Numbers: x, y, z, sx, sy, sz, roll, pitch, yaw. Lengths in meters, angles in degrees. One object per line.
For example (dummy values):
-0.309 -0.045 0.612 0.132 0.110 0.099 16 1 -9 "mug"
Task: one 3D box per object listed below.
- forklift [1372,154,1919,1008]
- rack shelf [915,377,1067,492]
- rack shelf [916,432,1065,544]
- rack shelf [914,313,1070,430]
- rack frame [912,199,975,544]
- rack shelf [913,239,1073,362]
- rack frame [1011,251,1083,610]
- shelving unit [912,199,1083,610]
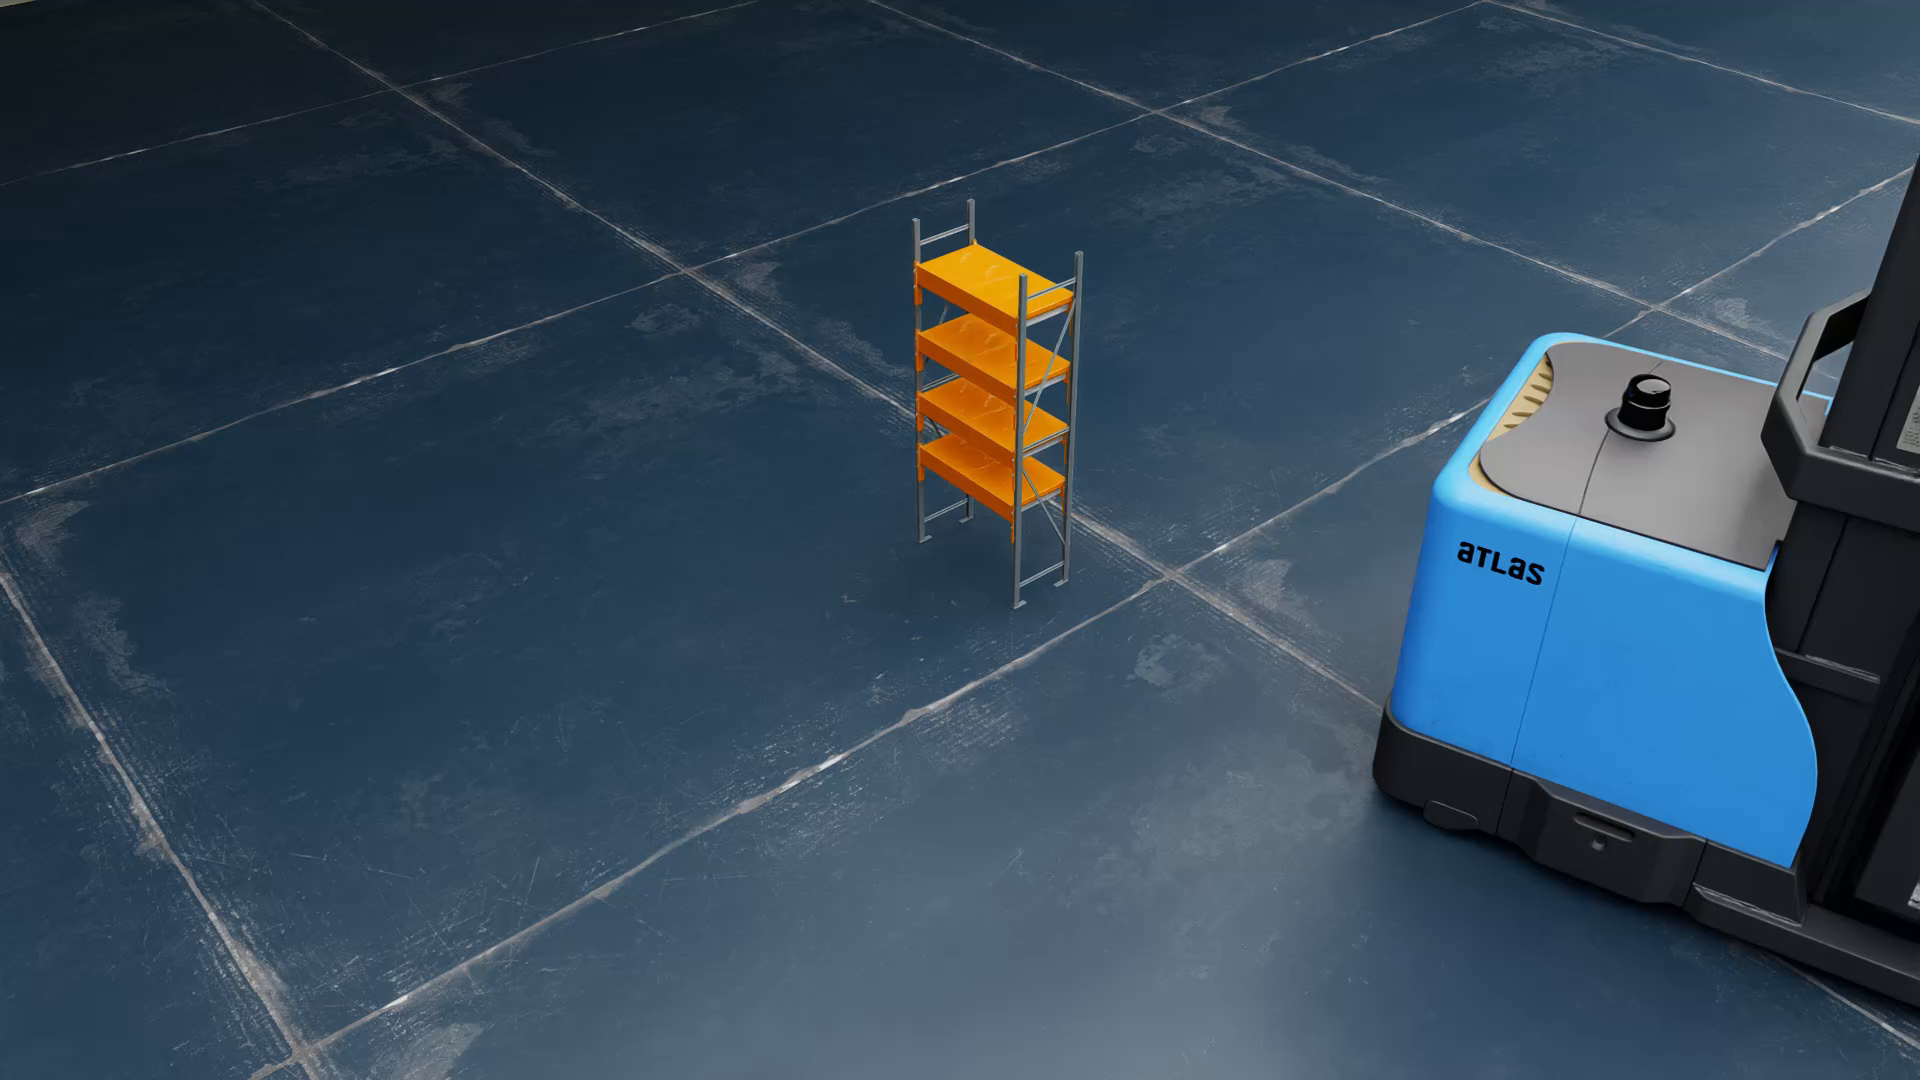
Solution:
2.687 -0.250 3.566 3.031 2.935 1.130 20 40 25 "forklift"
0.107 -0.362 5.339 0.258 0.148 0.480 -26 43 -32 "rack shelf"
0.107 -0.200 5.454 0.258 0.148 0.480 -26 43 -32 "rack shelf"
0.107 -0.544 5.210 0.258 0.148 0.480 -26 43 -32 "rack shelf"
-0.051 -0.524 5.452 0.240 1.200 0.015 -26 43 -32 "rack frame"
0.107 -0.737 5.073 0.258 0.148 0.480 -26 43 -32 "rack shelf"
0.264 -0.309 5.148 0.240 1.200 0.015 -26 43 -32 "rack frame"
0.107 -0.417 5.300 0.258 1.200 0.503 -26 43 -32 "shelving unit"
